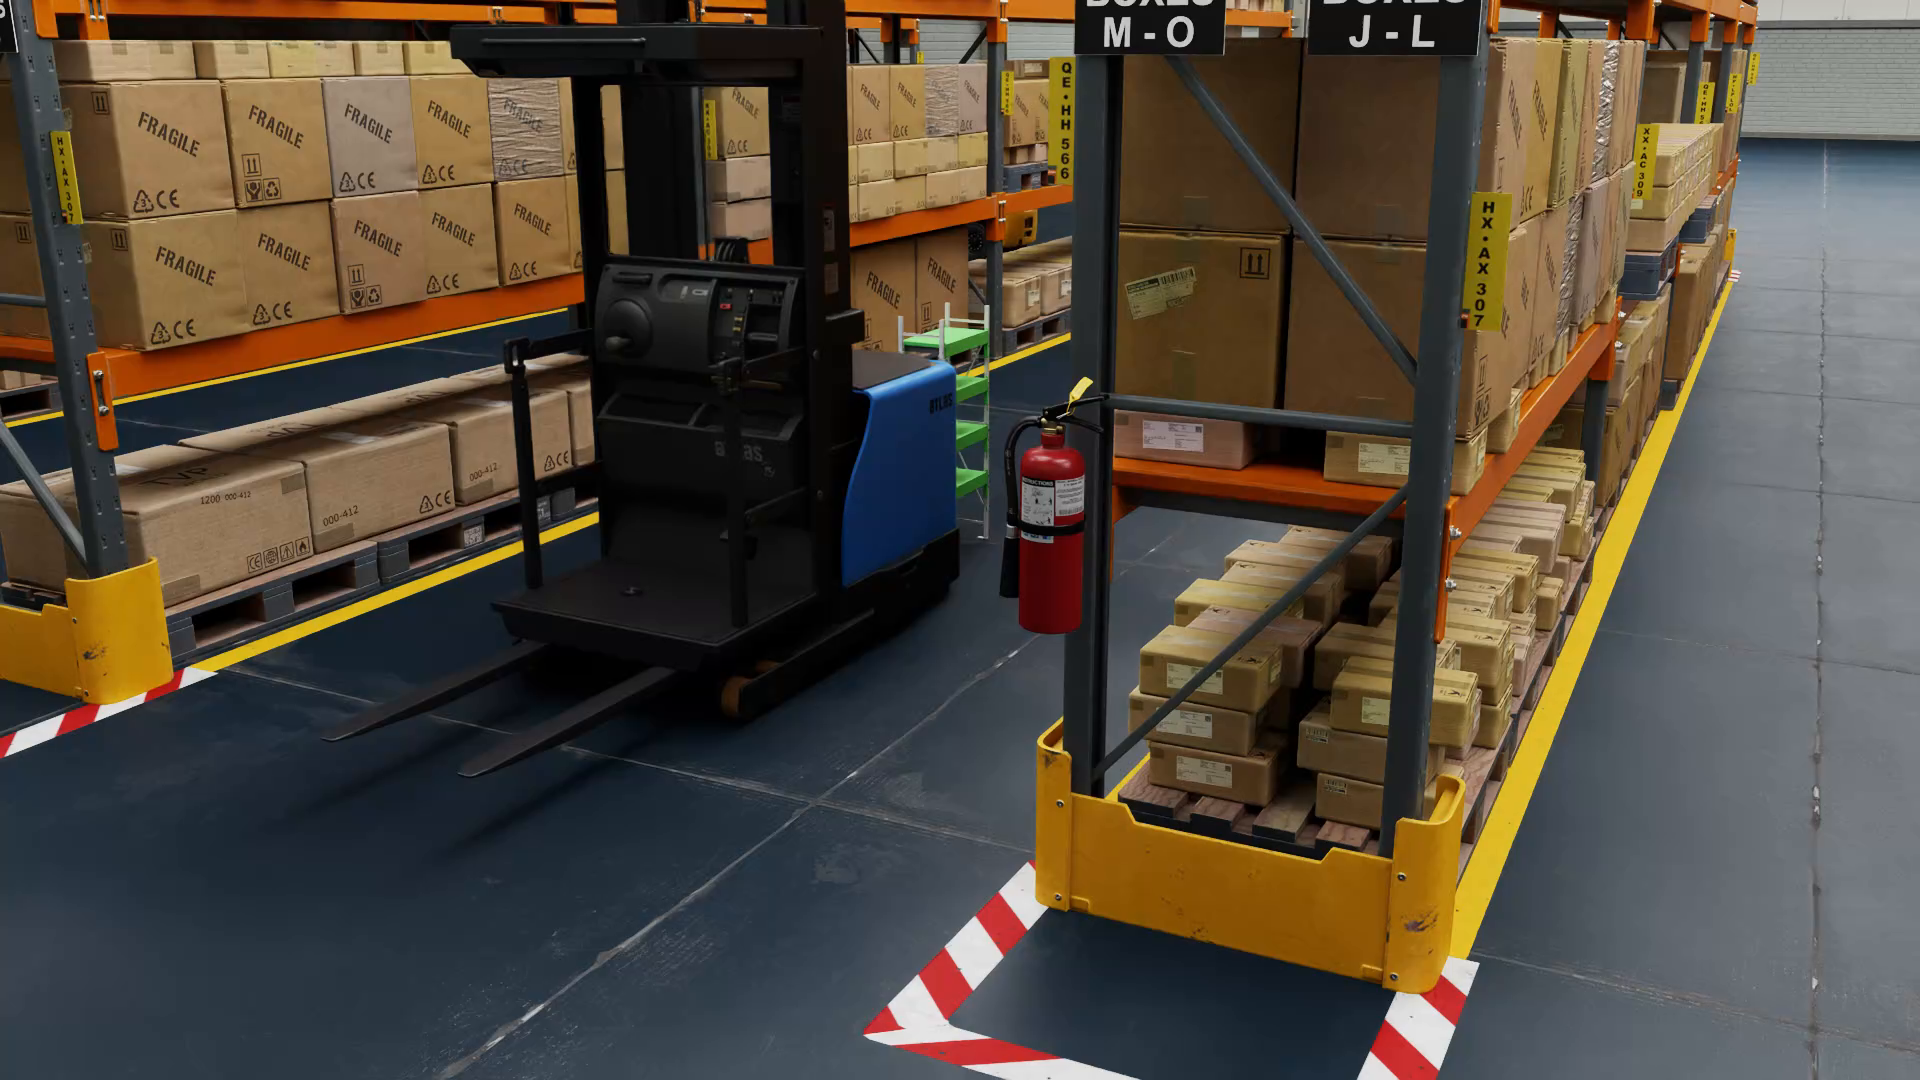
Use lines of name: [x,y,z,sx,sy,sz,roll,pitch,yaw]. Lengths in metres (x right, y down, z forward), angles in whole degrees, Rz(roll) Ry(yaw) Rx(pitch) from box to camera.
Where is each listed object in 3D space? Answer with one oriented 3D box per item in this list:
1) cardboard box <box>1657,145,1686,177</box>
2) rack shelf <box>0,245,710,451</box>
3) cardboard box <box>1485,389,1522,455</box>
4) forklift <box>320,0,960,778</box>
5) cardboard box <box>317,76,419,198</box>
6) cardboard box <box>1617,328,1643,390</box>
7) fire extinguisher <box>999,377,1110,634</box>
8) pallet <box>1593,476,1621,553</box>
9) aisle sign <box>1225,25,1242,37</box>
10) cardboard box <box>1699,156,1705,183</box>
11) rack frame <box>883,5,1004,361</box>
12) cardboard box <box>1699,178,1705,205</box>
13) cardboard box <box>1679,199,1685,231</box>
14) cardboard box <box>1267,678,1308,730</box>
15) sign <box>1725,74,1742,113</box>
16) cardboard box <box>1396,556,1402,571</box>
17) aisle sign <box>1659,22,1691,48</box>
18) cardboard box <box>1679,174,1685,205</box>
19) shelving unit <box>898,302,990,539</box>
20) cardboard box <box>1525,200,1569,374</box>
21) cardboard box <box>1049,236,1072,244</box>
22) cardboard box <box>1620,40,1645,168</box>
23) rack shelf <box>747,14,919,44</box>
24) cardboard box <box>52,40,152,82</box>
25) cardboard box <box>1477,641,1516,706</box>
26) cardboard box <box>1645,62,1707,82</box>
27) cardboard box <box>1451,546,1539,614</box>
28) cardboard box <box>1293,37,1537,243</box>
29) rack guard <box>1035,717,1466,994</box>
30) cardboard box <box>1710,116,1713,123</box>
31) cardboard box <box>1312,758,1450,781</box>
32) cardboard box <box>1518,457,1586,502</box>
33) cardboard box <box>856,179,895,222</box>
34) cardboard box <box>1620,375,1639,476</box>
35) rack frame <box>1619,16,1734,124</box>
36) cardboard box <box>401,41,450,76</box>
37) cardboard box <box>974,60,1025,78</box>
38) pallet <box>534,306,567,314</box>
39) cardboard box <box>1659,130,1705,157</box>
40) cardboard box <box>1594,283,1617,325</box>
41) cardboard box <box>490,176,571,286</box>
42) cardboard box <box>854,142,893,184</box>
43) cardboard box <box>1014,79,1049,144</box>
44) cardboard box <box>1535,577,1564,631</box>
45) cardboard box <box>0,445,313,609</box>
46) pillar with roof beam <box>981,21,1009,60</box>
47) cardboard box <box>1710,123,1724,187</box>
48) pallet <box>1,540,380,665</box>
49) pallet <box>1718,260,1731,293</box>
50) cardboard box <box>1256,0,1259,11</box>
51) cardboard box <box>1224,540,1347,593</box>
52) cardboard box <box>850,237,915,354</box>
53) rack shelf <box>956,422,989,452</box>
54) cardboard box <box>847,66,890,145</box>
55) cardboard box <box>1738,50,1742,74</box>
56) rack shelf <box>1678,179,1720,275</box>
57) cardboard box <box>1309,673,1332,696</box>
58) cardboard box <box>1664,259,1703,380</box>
cardboard box: [3.378,-1.880,8.246,0.380,0.149,0.250,8,18,26]
rack shelf: [-2.813,-1.086,8.174,1.077,0.370,4.000,8,18,25]
cardboard box: [1.450,-0.369,4.940,0.380,0.149,0.250,8,18,24]
forklift: [-1.132,-0.871,6.310,1.130,2.935,3.031,8,19,26]
cardboard box: [-2.790,-1.799,7.381,0.500,0.500,0.500,8,18,25]
cardboard box: [3.356,-0.989,8.921,0.500,0.250,0.500,9,19,27]
fire extinguisher: [0.241,-0.096,4.369,0.296,0.674,0.183,8,18,25]
pallet: [2.901,-0.198,8.819,1.003,0.211,1.213,8,18,25]
aisle sign: [3.193,-6.298,19.894,0.394,0.787,0.004,8,18,25]
cardboard box: [4.183,-2.195,9.828,0.380,0.149,0.250,8,18,25]
rack frame: [-0.132,-2.959,13.217,1.000,3.000,0.127,8,18,25]
cardboard box: [4.305,-2.123,10.107,0.380,0.149,0.250,8,19,26]
cardboard box: [3.602,-1.722,8.757,0.380,0.149,0.250,7,18,23]
cardboard box: [0.912,0.475,5.403,0.380,0.149,0.250,8,18,24]
sign: [6.619,-3.824,14.237,0.100,0.325,0.005,8,18,25]
cardboard box: [1.729,0.017,6.948,0.380,0.149,0.250,9,19,28]
aisle sign: [7.680,-5.695,17.864,0.394,0.787,0.004,8,18,25]
cardboard box: [3.486,-1.799,8.496,0.380,0.149,0.250,7,18,23]
shelving unit: [-0.074,-0.533,8.212,0.258,1.200,0.503,8,18,25]
cardboard box: [1.661,-0.849,5.418,0.500,0.500,0.500,8,18,26]
cardboard box: [1.423,-2.785,16.511,0.950,0.372,0.625,8,18,26]
cardboard box: [2.586,-1.851,7.036,0.500,0.500,0.500,7,18,23]
rack shelf: [-1.893,-6.211,20.161,1.077,0.370,4.000,8,18,25]
cardboard box: [-3.300,-1.814,6.294,0.380,0.149,0.250,9,19,27]
cardboard box: [1.645,0.417,5.598,0.380,0.149,0.250,9,19,27]
cardboard box: [5.684,-3.642,13.587,0.700,0.500,0.500,8,18,24]
cardboard box: [1.875,0.135,6.025,0.380,0.149,0.250,8,19,26]
cardboard box: [1.205,-1.067,4.395,0.500,0.500,0.500,8,18,25]
rack guard: [0.801,0.862,4.744,1.175,0.500,0.348,8,18,25]
cardboard box: [6.283,-3.541,14.914,0.875,0.550,0.550,8,18,25]
cardboard box: [1.331,0.679,5.241,0.380,0.149,0.250,8,18,25]
cardboard box: [2.549,-0.262,7.362,0.380,0.149,0.250,8,18,26]
cardboard box: [-0.782,-2.333,11.375,0.500,0.250,0.500,8,18,24]
cardboard box: [3.357,-0.628,9.024,0.500,0.500,0.500,9,19,28]
rack frame: [6.129,-3.374,14.614,1.000,3.000,0.127,8,18,25]
cardboard box: [-2.570,-2.204,7.606,0.380,0.149,0.250,8,18,24]
cardboard box: [0.347,-4.114,14.533,0.380,0.149,0.250,7,18,23]
pallet: [-4.171,-2.457,16.427,1.003,0.211,1.213,8,18,25]
cardboard box: [4.072,-2.278,9.585,0.380,0.149,0.250,8,18,25]
cardboard box: [2.618,-1.033,7.176,0.380,0.149,0.250,8,18,24]
cardboard box: [-2.334,-1.575,8.385,0.500,0.500,0.500,8,18,25]
cardboard box: [-0.789,-2.574,11.309,0.500,0.250,0.500,7,18,24]
cardboard box: [0.503,-3.569,13.838,0.500,0.500,0.500,9,19,28]
cardboard box: [2.221,0.236,6.730,0.380,0.149,0.250,8,18,25]
cardboard box: [-3.501,-0.075,7.271,0.875,0.438,0.875,7,18,24]
pillar with roof beam: [4.415,-9.421,24.437,9.100,9.000,0.400,8,18,25]
cardboard box: [6.135,-3.255,14.038,0.500,0.500,0.500,8,18,25]
pallet: [-3.419,0.202,7.473,1.003,0.211,1.213,8,18,25]
pallet: [7.629,-2.842,17.722,1.003,0.211,1.213,8,18,25]
cardboard box: [3.130,-6.001,18.632,0.380,0.149,0.250,8,18,26]
cardboard box: [1.185,0.124,6.064,0.380,0.149,0.250,9,19,27]
cardboard box: [-0.917,-1.749,12.140,0.875,0.875,0.875,8,18,26]
rack shelf: [-0.074,-0.472,8.230,0.258,0.148,0.480,8,18,25]
cardboard box: [-0.811,-2.936,11.208,0.500,0.500,0.500,8,18,24]
cardboard box: [7.060,-4.464,16.124,0.875,0.550,0.500,8,18,25]
rack shelf: [5.235,-2.519,13.001,1.077,0.370,4.000,8,18,25]
cardboard box: [1.134,0.488,5.881,0.380,0.149,0.250,8,18,26]
cardboard box: [4.694,-1.621,11.928,1.050,0.750,0.750,8,18,25]
